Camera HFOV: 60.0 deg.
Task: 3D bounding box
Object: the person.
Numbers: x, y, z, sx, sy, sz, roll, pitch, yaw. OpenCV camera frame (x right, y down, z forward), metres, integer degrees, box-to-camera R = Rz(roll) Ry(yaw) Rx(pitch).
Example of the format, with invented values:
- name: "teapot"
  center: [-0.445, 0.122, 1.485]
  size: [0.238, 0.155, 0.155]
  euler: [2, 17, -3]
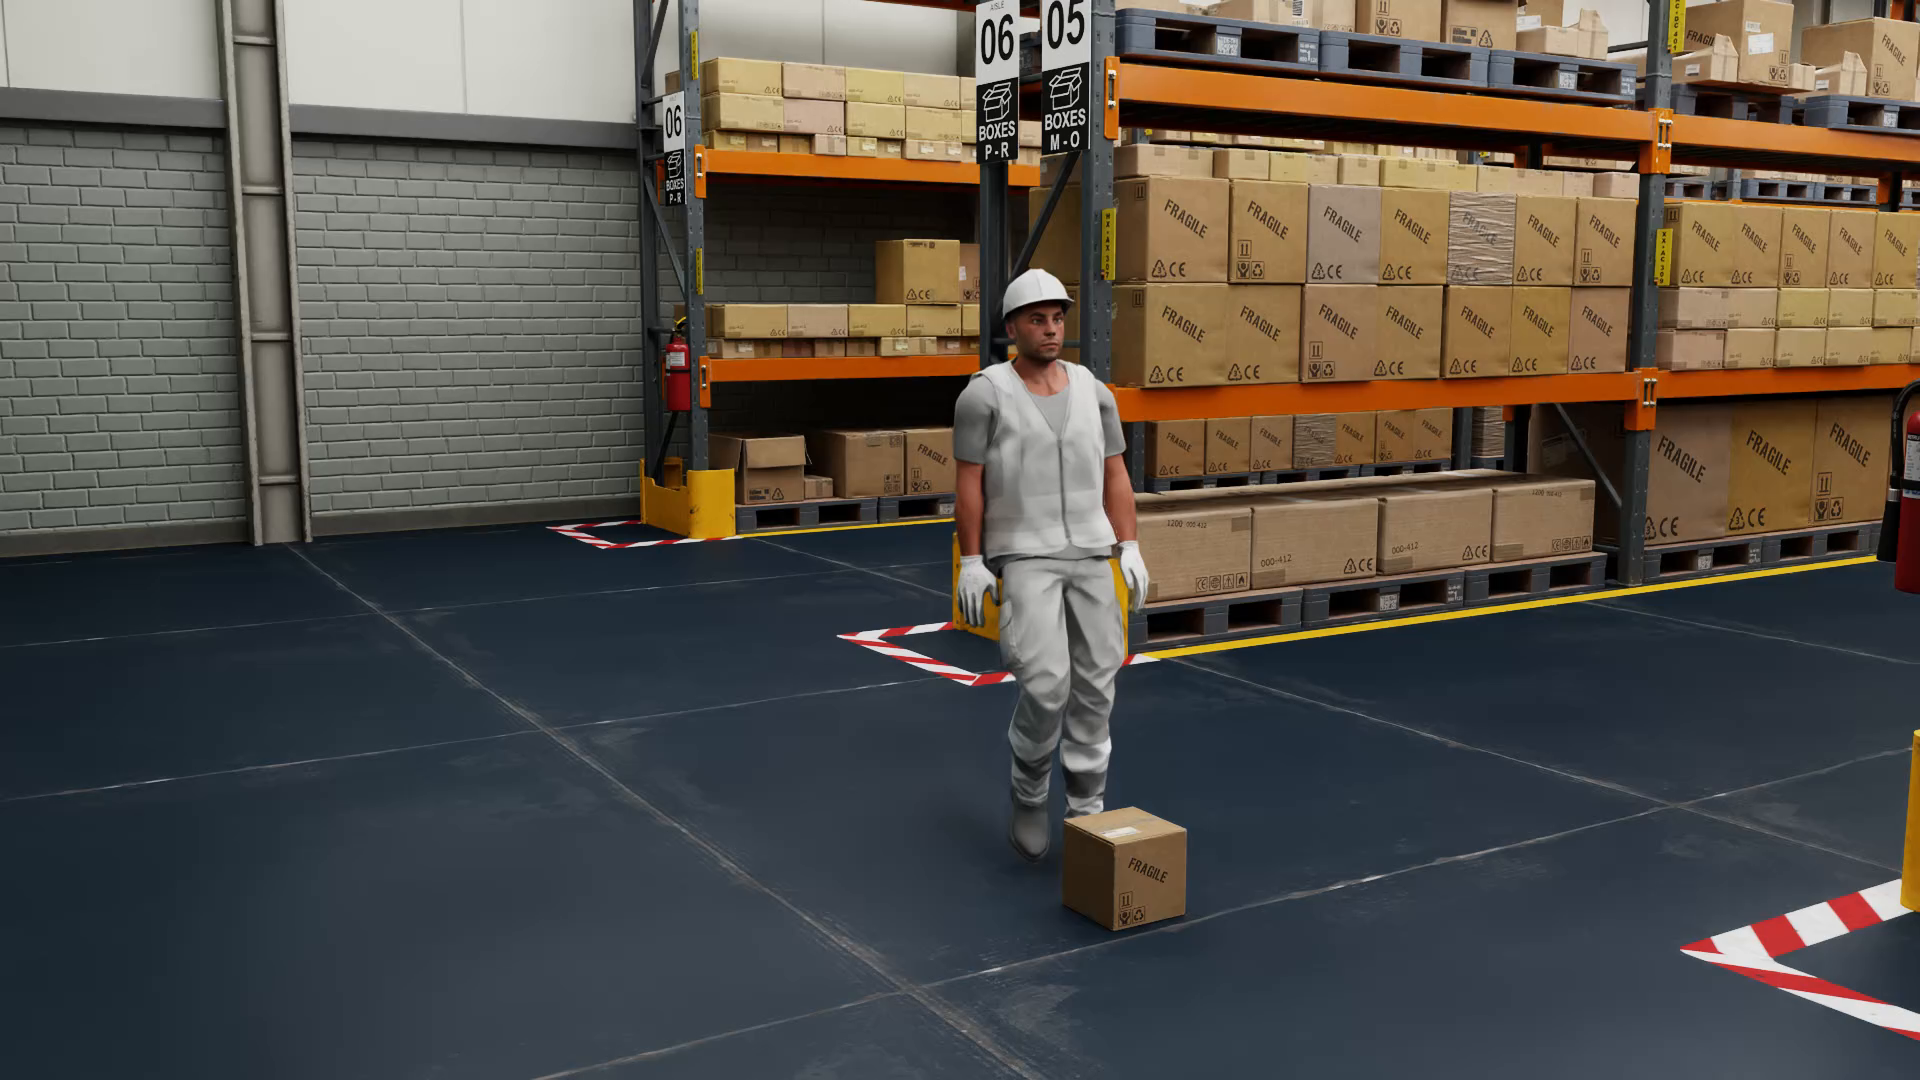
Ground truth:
- name: "person"
  center: [0.299, 0.087, 4.997]
  size: [0.584, 1.787, 0.504]
  euler: [-3, 9, -21]
